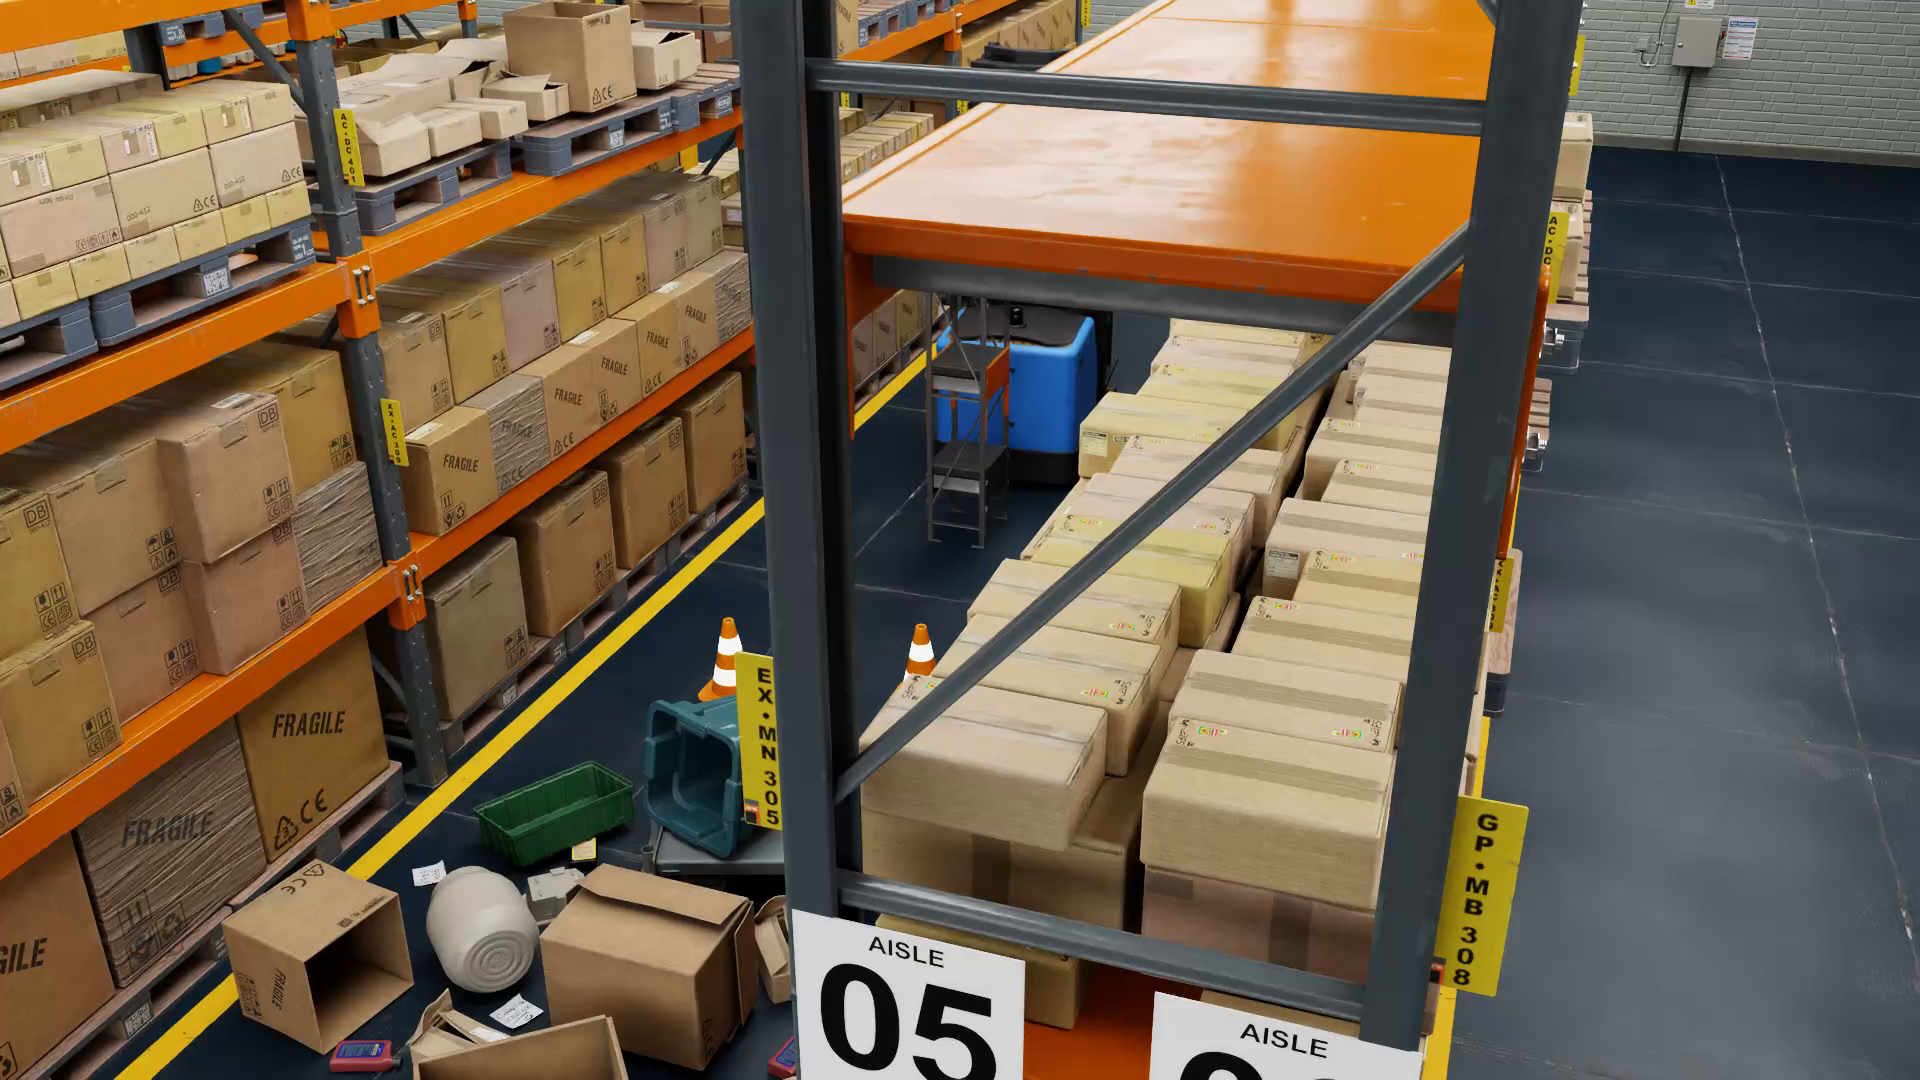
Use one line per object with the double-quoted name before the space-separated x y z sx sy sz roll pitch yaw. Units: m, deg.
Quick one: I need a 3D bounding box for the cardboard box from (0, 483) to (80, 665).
"cardboard box" -3.869 0.102 6.185 0.875 0.550 0.500 9 27 17

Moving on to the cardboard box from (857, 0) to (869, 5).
"cardboard box" -1.137 -4.412 12.878 0.797 0.503 0.637 8 27 17

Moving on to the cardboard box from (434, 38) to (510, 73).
"cardboard box" -2.616 -2.660 9.365 0.500 0.311 0.500 8 27 17

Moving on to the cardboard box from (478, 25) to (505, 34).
"cardboard box" -4.571 -4.968 17.039 0.500 0.500 0.500 9 27 17

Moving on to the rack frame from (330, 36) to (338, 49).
"rack frame" -8.483 -6.565 21.367 1.000 3.000 0.127 9 27 17

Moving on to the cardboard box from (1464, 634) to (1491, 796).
"cardboard box" 0.804 0.376 3.421 0.500 0.250 0.500 8 27 17

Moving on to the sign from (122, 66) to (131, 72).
"sign" -3.677 -1.954 7.446 0.100 0.325 0.005 9 27 17

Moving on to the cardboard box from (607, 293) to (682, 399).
"cardboard box" -2.061 -1.209 10.190 0.500 0.500 0.500 8 27 17

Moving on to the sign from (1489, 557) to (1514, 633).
"sign" 2.054 0.208 6.386 0.100 0.325 0.005 9 27 17

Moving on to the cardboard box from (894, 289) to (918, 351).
"cardboard box" -0.679 -1.955 14.231 0.500 0.500 0.500 8 27 16

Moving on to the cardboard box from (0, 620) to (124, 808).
"cardboard box" -3.807 0.598 6.401 0.875 0.550 0.500 9 27 17

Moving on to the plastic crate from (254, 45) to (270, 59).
"plastic crate" -8.693 -5.995 20.423 0.396 0.136 0.243 9 27 17

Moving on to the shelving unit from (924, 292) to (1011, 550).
"shelving unit" 0.055 -1.013 10.933 0.431 2.100 0.503 9 27 17

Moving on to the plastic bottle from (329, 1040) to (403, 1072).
"plastic bottle" -2.419 2.114 6.813 0.283 0.061 0.133 0 26 -1

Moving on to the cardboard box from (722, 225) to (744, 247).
"cardboard box" -1.480 -2.178 11.771 0.380 0.149 0.250 10 28 20

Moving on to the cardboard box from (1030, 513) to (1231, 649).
"cardboard box" 0.366 0.083 3.567 0.380 0.149 0.250 9 27 18

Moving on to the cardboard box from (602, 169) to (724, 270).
"cardboard box" -1.989 -2.110 10.904 0.700 0.500 0.500 9 27 17

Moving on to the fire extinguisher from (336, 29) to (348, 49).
"fire extinguisher" -8.004 -6.358 21.457 0.296 0.674 0.183 9 27 17

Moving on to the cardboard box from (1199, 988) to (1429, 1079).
"cardboard box" 0.625 0.839 2.921 0.380 0.149 0.250 9 27 17

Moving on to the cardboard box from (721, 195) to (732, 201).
"cardboard box" -1.923 -2.496 12.427 0.380 0.149 0.250 9 27 19

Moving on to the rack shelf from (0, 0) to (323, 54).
"rack shelf" -3.827 -1.529 5.366 1.077 0.370 4.000 9 27 17

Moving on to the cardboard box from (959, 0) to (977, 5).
"cardboard box" -0.096 -4.877 14.610 0.500 0.250 0.500 10 28 20

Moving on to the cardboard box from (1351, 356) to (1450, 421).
"cardboard box" 1.272 -0.369 4.502 0.380 0.149 0.250 9 27 18

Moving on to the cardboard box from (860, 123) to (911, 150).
"cardboard box" -0.625 -3.376 13.905 0.380 0.149 0.250 8 27 16

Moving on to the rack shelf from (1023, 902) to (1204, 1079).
"rack shelf" 0.874 0.317 4.536 1.077 0.370 4.000 9 27 17

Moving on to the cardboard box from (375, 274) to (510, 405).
"cardboard box" -2.833 -1.066 8.748 0.700 0.500 0.500 8 27 17

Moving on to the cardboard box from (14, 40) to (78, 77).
"cardboard box" -6.554 -3.405 11.570 0.500 0.250 0.500 9 27 17

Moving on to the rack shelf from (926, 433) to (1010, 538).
"rack shelf" 0.055 -0.371 11.244 0.431 0.518 0.480 9 27 17

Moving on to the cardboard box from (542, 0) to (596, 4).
"cardboard box" -4.393 -5.887 18.937 0.500 0.500 0.500 8 27 16

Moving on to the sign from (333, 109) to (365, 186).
"sign" -2.638 -1.693 7.179 0.100 0.325 0.005 9 27 17

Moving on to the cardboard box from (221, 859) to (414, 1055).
"cardboard box" -2.710 1.756 7.046 0.500 0.500 0.500 14 29 26

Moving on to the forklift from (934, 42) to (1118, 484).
"forklift" 0.648 -2.336 12.712 1.130 2.935 3.031 6 26 12

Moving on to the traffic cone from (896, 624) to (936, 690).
"traffic cone" -0.214 0.687 9.301 0.336 0.463 0.334 9 27 17

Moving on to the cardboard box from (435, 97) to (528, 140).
"cardboard box" -2.450 -2.164 8.526 0.380 0.149 0.250 9 27 17

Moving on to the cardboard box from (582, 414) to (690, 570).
"cardboard box" -2.406 -0.378 10.688 1.050 0.750 0.750 9 27 18

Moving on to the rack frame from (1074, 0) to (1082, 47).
"rack frame" 0.832 -5.086 18.312 1.000 3.000 0.127 9 27 17

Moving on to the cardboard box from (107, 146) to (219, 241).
"cardboard box" -3.252 -1.358 6.404 0.500 0.250 0.500 9 27 17

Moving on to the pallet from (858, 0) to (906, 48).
"pallet" -1.148 -4.043 12.931 1.213 0.211 1.003 9 27 17

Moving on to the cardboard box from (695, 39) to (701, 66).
"cardboard box" -1.822 -2.999 10.232 0.380 0.166 0.250 9 27 17

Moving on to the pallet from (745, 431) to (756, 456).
"pallet" -1.569 -0.864 12.793 1.003 0.211 1.213 9 27 17

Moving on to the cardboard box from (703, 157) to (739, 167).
"cardboard box" -1.756 -2.829 12.774 0.380 0.149 0.250 9 27 17

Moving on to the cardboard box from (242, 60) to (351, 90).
"cardboard box" -5.779 -3.898 14.592 0.797 0.503 0.637 10 27 19

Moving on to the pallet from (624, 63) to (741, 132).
"pallet" -1.995 -2.791 10.347 1.213 0.211 1.003 10 28 20

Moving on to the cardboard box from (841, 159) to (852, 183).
"cardboard box" -1.058 -2.844 12.806 0.380 0.149 0.250 10 27 19

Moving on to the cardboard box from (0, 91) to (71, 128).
"cardboard box" -3.772 -1.675 6.602 0.380 0.149 0.250 8 27 17

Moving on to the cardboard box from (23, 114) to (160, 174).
"cardboard box" -3.235 -1.478 6.196 0.380 0.149 0.250 9 27 18

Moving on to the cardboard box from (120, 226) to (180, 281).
"cardboard box" -3.235 -1.114 6.359 0.380 0.149 0.250 9 27 18

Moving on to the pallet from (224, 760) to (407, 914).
"pallet" -3.488 1.402 8.113 1.003 0.211 1.213 9 27 17

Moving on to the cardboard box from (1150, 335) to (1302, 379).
"cardboard box" 0.746 -0.449 4.666 0.380 0.149 0.250 8 27 17

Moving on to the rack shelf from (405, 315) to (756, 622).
"rack shelf" -2.496 -0.653 9.981 1.077 0.370 4.000 9 27 17

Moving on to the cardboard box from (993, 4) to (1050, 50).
"cardboard box" 0.581 -5.068 16.671 0.500 0.500 0.500 10 28 20

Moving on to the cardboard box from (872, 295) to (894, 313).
"cardboard box" -0.855 -2.072 13.614 0.500 0.250 0.500 8 27 15

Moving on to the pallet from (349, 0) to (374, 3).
"pallet" -5.402 -5.083 15.084 0.805 0.209 1.217 8 27 15

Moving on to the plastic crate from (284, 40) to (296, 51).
"plastic crate" -8.418 -6.443 21.006 0.616 0.435 0.499 9 27 17

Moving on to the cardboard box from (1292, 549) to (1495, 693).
"cardboard box" 0.883 0.161 3.406 0.380 0.149 0.250 9 27 17

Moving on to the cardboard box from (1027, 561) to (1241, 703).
"cardboard box" 0.306 0.295 3.587 0.500 0.250 0.500 8 27 17

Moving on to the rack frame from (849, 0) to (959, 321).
"rack frame" -0.499 -3.442 14.917 1.000 3.000 0.127 9 27 17
